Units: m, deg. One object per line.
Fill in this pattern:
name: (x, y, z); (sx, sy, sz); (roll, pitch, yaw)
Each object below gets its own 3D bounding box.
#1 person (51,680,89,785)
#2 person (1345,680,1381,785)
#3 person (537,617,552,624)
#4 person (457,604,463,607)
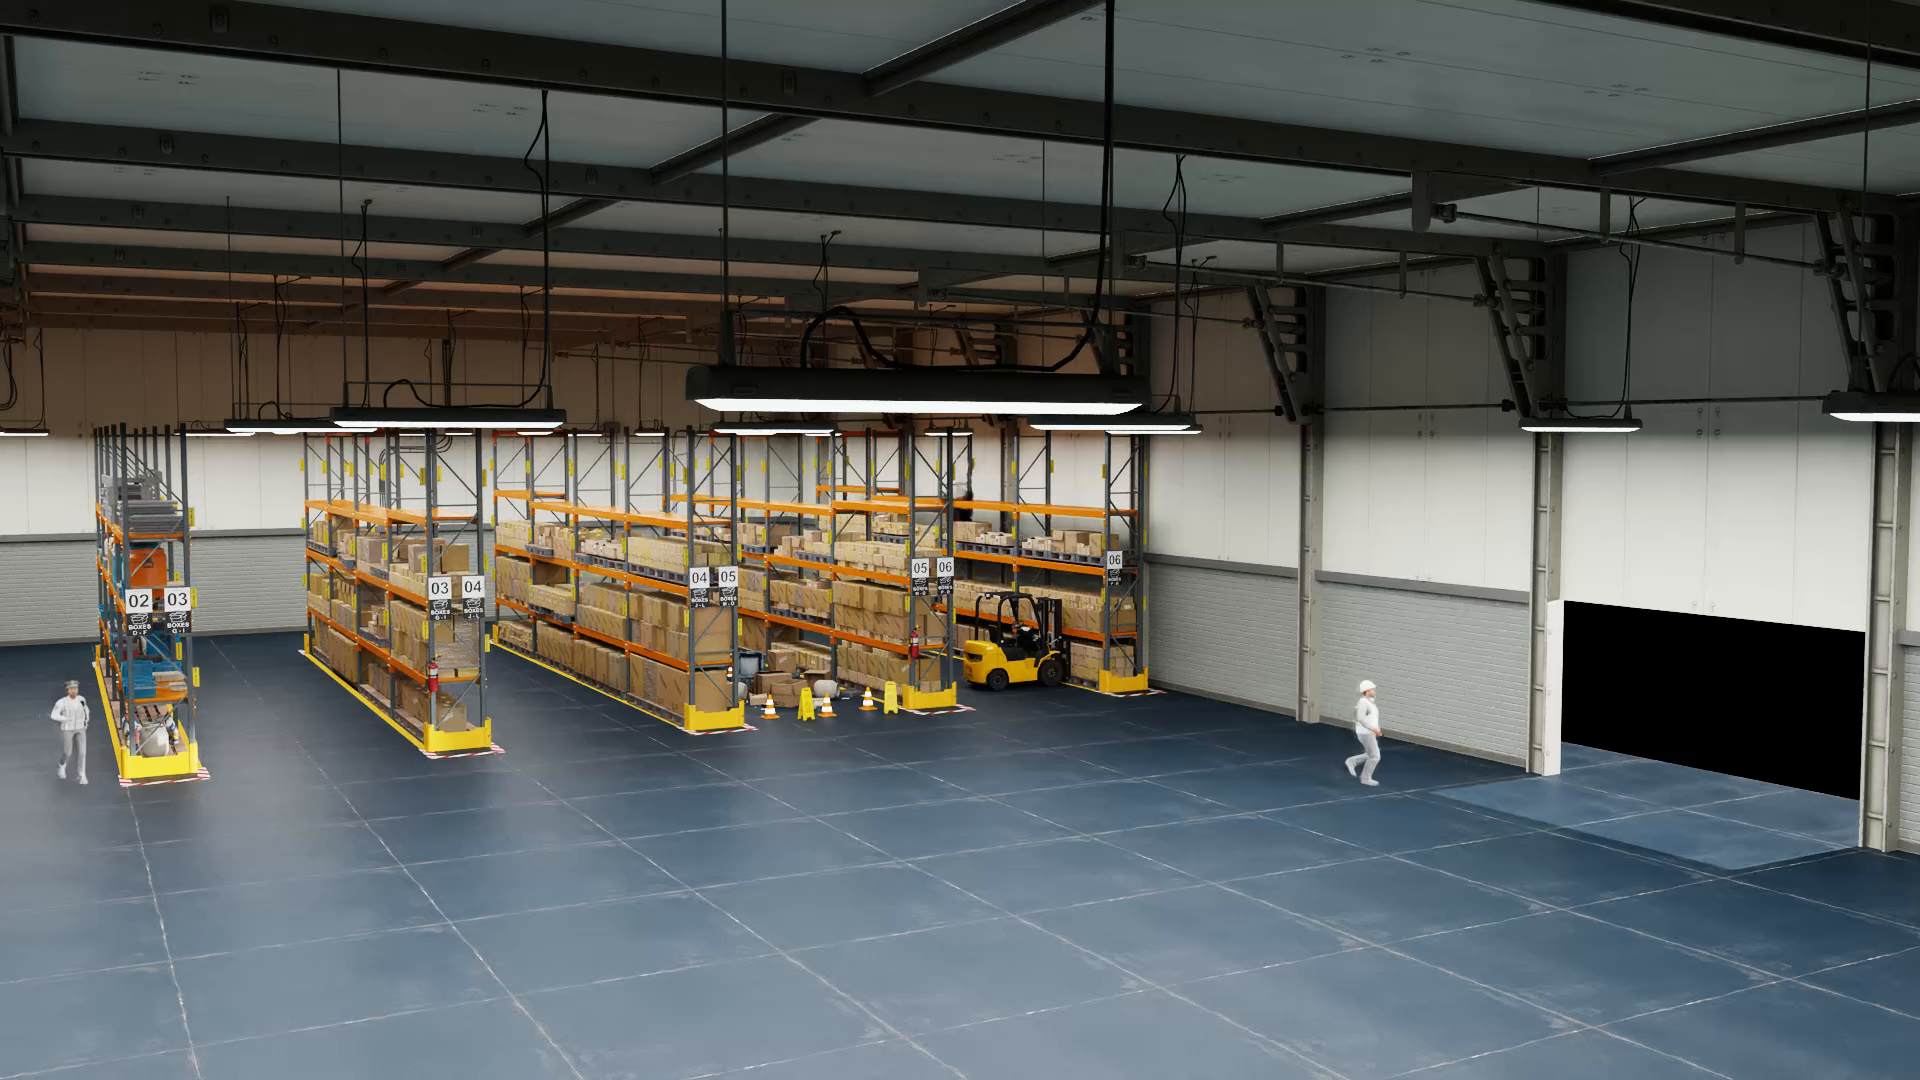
person: (-14.810, 3.197, 27.742); (0.627, 1.718, 0.819); (-3, 5, -45)
person: (6.699, 3.188, 27.615); (0.600, 1.727, 0.690); (1, 4, 18)
person: (-12.213, 1.906, 48.683); (0.844, 1.766, 0.690); (-1, 4, -23)
person: (-13.655, 2.102, 45.102); (0.689, 1.781, 0.994); (-1, 4, -21)
